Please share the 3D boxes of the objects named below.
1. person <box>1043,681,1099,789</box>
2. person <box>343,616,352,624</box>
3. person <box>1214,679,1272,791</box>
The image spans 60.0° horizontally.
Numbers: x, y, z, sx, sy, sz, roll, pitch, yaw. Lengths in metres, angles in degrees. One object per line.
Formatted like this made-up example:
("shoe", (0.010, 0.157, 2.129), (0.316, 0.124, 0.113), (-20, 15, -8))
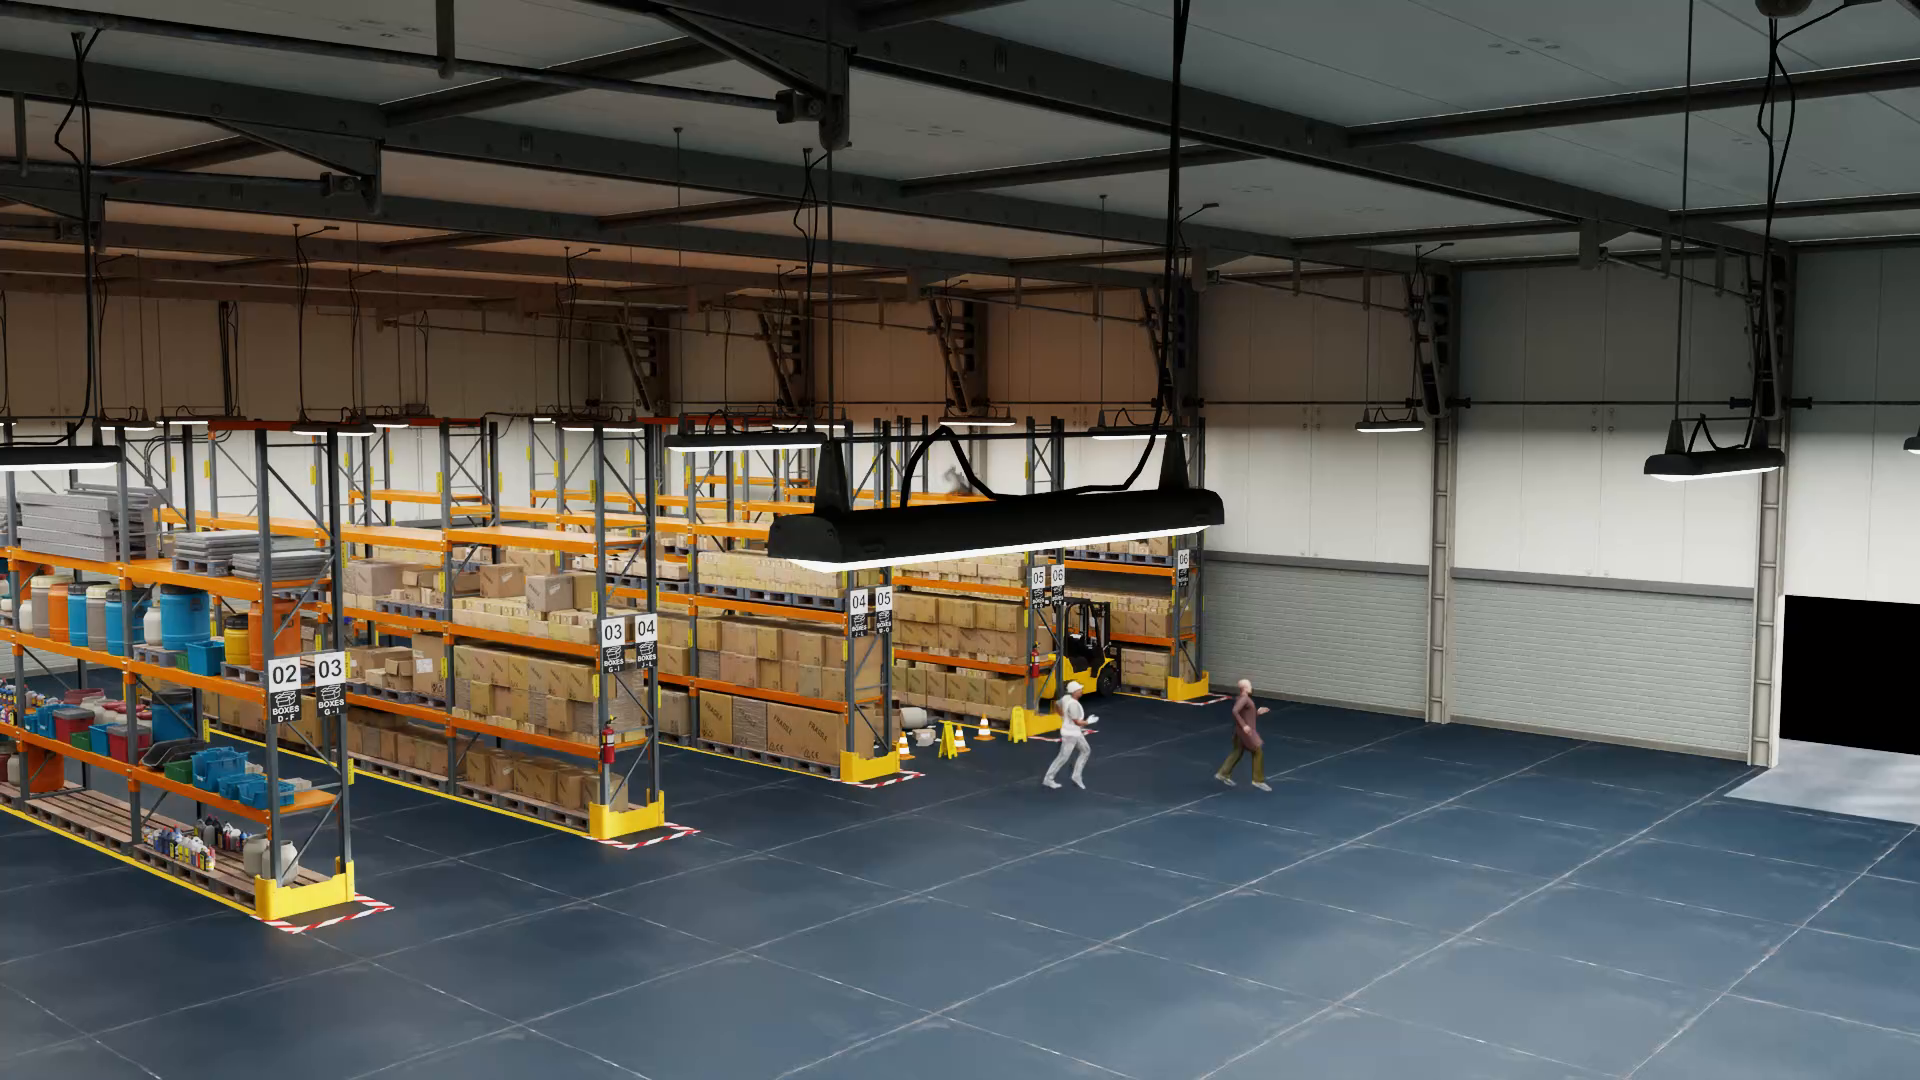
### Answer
("person", (1.802, 3.191, 27.106), (0.903, 1.806, 0.694), (0, 5, 2))
("person", (-14.774, 2.243, 39.726), (0.553, 1.602, 0.534), (2, 5, 19))
("person", (4.624, 3.179, 27.091), (0.927, 1.828, 0.682), (0, 5, -6))
